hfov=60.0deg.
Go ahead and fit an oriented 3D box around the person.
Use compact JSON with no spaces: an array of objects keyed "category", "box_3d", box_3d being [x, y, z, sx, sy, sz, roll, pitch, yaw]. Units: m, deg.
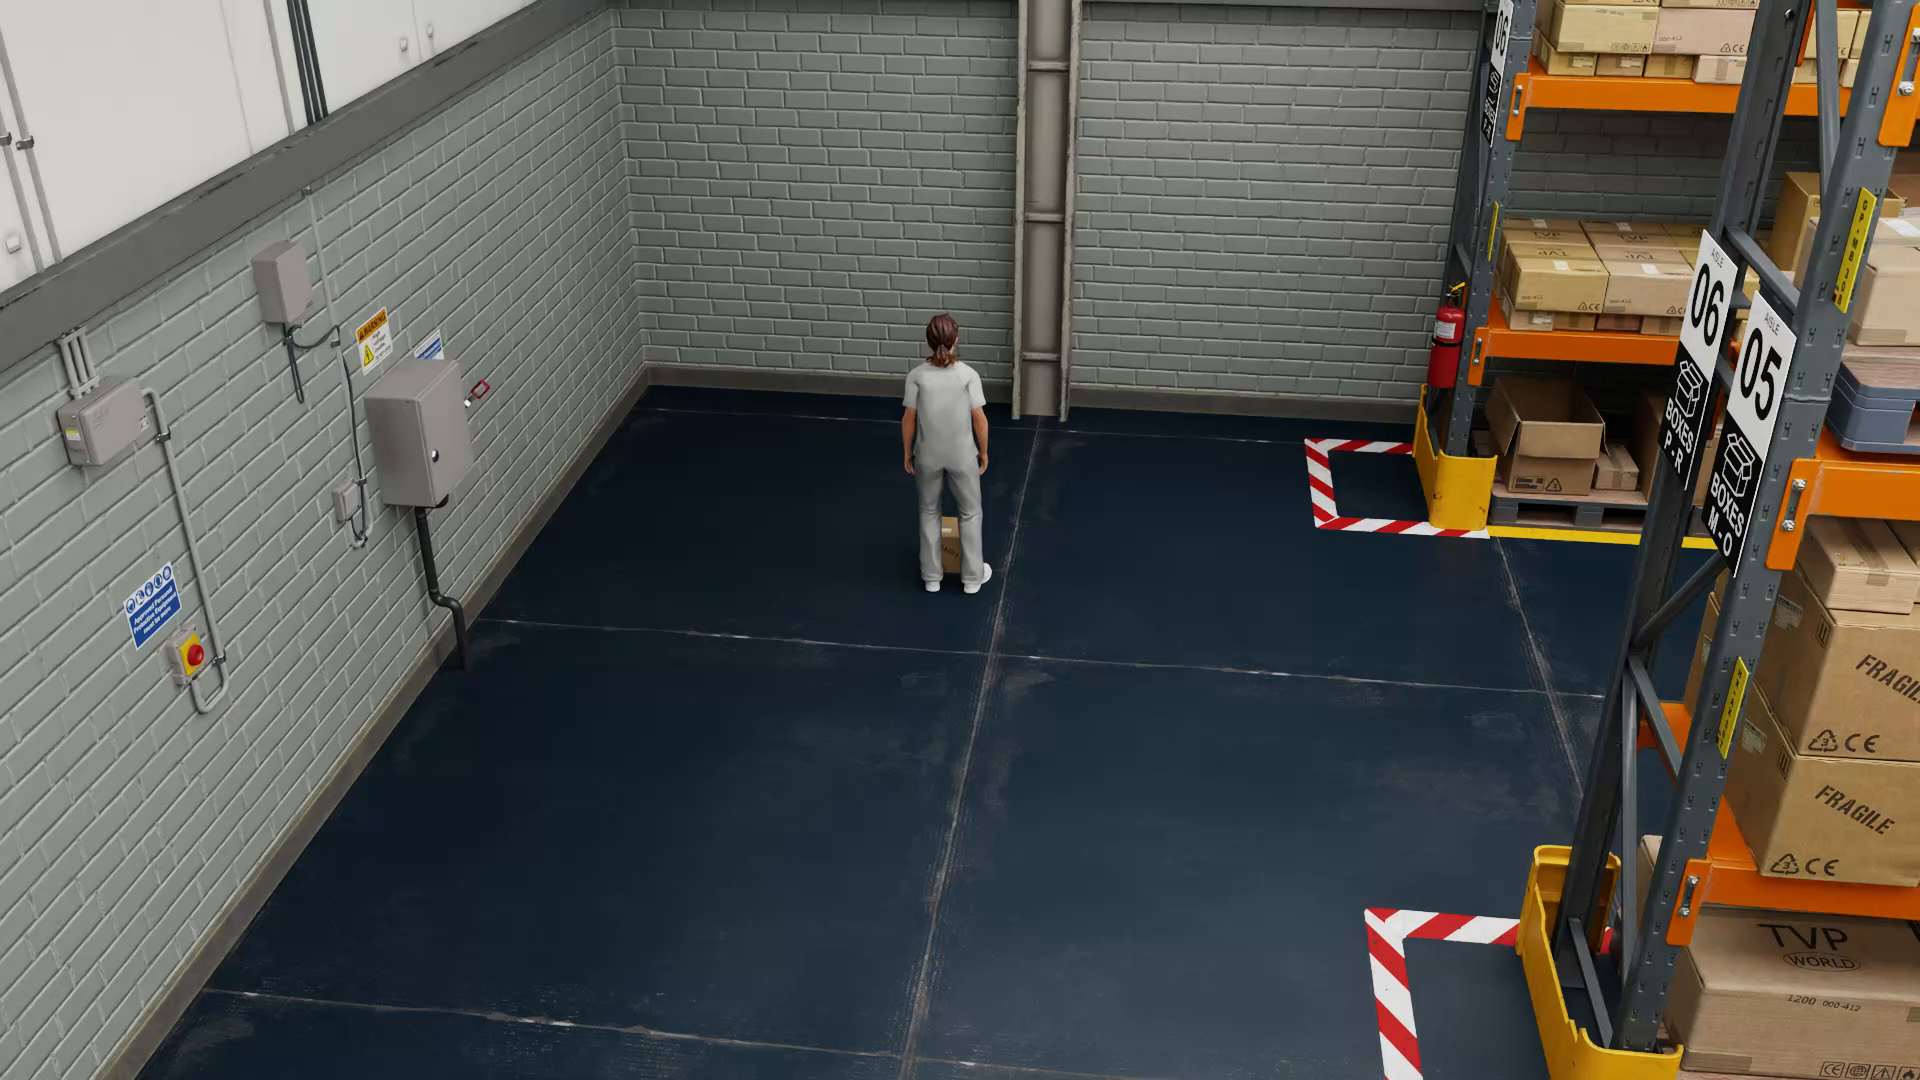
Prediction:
[{"category":"person","box_3d":[-0.073,-0.468,9.510,0.512,1.651,0.364,2,29,3]}]
